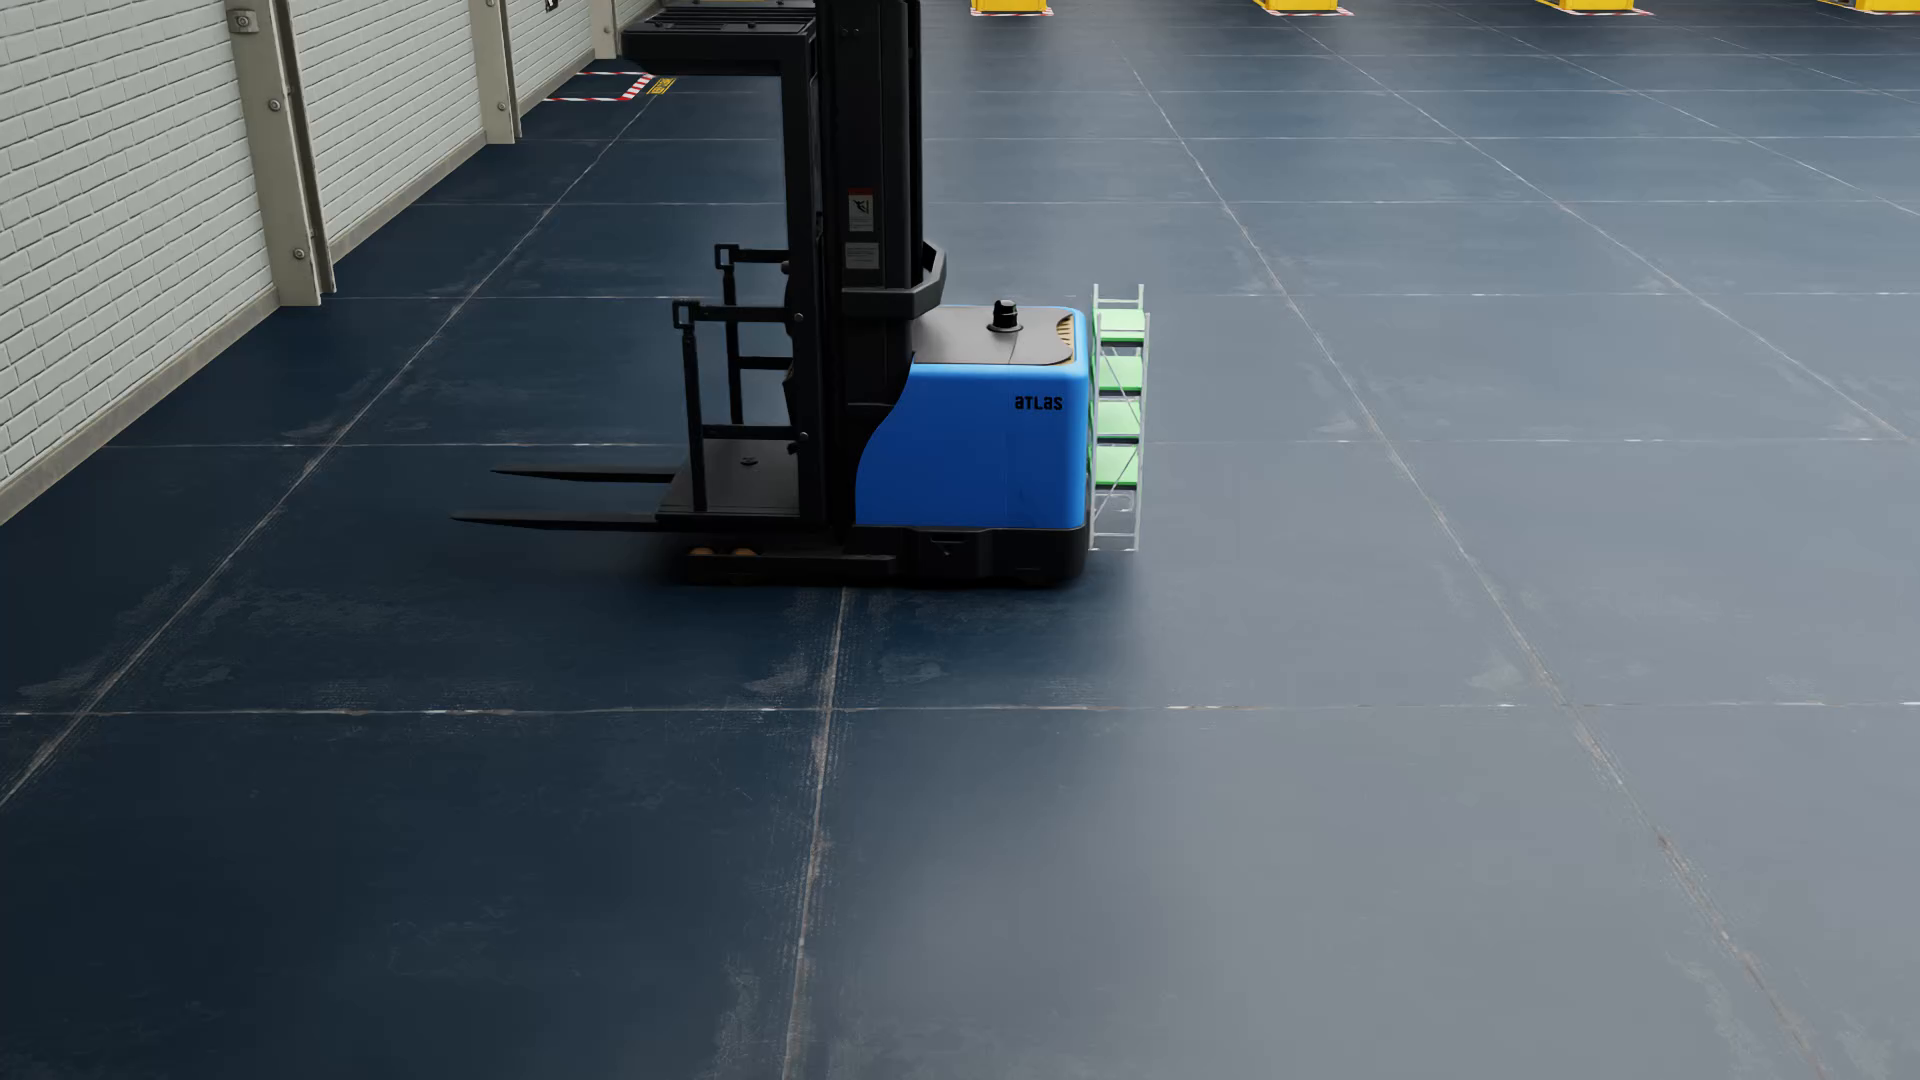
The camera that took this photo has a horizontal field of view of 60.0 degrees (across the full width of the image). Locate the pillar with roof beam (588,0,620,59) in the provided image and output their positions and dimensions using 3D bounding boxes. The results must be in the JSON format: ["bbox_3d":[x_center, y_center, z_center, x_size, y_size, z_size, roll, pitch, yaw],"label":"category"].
[{"bbox_3d":[-0.603,-10.833,21.282,9.100,9.000,0.400,0,24,-1],"label":"pillar with roof beam"}]

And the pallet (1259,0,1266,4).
[{"bbox_3d":[5.754,-9.408,28.795,1.003,0.211,1.213,0,24,-1],"label":"pallet"}]

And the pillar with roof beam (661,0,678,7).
[{"bbox_3d":[-0.669,-13.305,26.748,9.100,9.000,0.400,0,24,-1],"label":"pillar with roof beam"}]

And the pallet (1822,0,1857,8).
[{"bbox_3d":[15.632,-9.374,28.720,1.003,0.211,1.213,0,24,-1],"label":"pallet"}]

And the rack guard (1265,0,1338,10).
[{"bbox_3d":[5.758,-9.204,27.995,1.175,0.500,0.348,0,24,-1],"label":"rack guard"}]

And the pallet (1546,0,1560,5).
[{"bbox_3d":[10.784,-9.430,28.845,1.003,0.211,1.213,0,24,-1],"label":"pallet"}]

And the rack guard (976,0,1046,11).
[{"bbox_3d":[0.853,-9.143,27.858,1.175,0.500,0.348,0,24,-1],"label":"rack guard"}]

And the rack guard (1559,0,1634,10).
[{"bbox_3d":[10.757,-9.227,28.044,1.175,0.500,0.348,0,24,-1],"label":"rack guard"}]

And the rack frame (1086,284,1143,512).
[{"bbox_3d":[0.772,-0.696,8.333,0.240,1.200,0.015,1,24,2],"label":"rack frame"}]

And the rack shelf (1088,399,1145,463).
[{"bbox_3d":[0.761,-0.538,8.138,0.258,0.148,0.480,1,24,2],"label":"rack shelf"}]

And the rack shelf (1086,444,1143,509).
[{"bbox_3d":[0.761,-0.319,8.236,0.258,0.148,0.480,1,24,2],"label":"rack shelf"}]

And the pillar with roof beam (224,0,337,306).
[{"bbox_3d":[-0.472,-5.888,10.349,9.100,9.000,0.400,0,24,-1],"label":"pillar with roof beam"}]

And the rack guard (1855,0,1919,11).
[{"bbox_3d":[15.719,-9.166,27.911,1.175,0.500,0.348,0,24,-1],"label":"rack guard"}]

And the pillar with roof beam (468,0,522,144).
[{"bbox_3d":[-0.538,-8.360,15.815,9.100,9.000,0.400,0,24,-1],"label":"pillar with roof beam"}]

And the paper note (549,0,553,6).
[{"bbox_3d":[-4.986,-6.587,20.243,0.016,0.148,0.142,0,24,-1],"label":"paper note"}]

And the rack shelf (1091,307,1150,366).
[{"bbox_3d":[0.761,-0.975,7.940,0.258,0.148,0.480,1,24,2],"label":"rack shelf"}]

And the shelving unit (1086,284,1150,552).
[{"bbox_3d":[0.761,-0.596,8.111,0.258,1.200,0.503,1,24,2],"label":"shelving unit"}]

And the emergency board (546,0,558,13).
[{"bbox_3d":[-4.919,-7.061,20.223,0.194,1.169,0.643,0,24,-1],"label":"emergency board"}]

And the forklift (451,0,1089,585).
[{"bbox_3d":[-0.906,-1.343,7.662,3.031,2.935,1.130,1,24,3],"label":"forklift"}]

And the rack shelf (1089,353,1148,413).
[{"bbox_3d":[0.761,-0.756,8.039,0.258,0.148,0.480,1,24,2],"label":"rack shelf"}]

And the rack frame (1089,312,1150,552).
[{"bbox_3d":[0.750,-0.495,7.889,0.240,1.200,0.015,1,24,2],"label":"rack frame"}]
